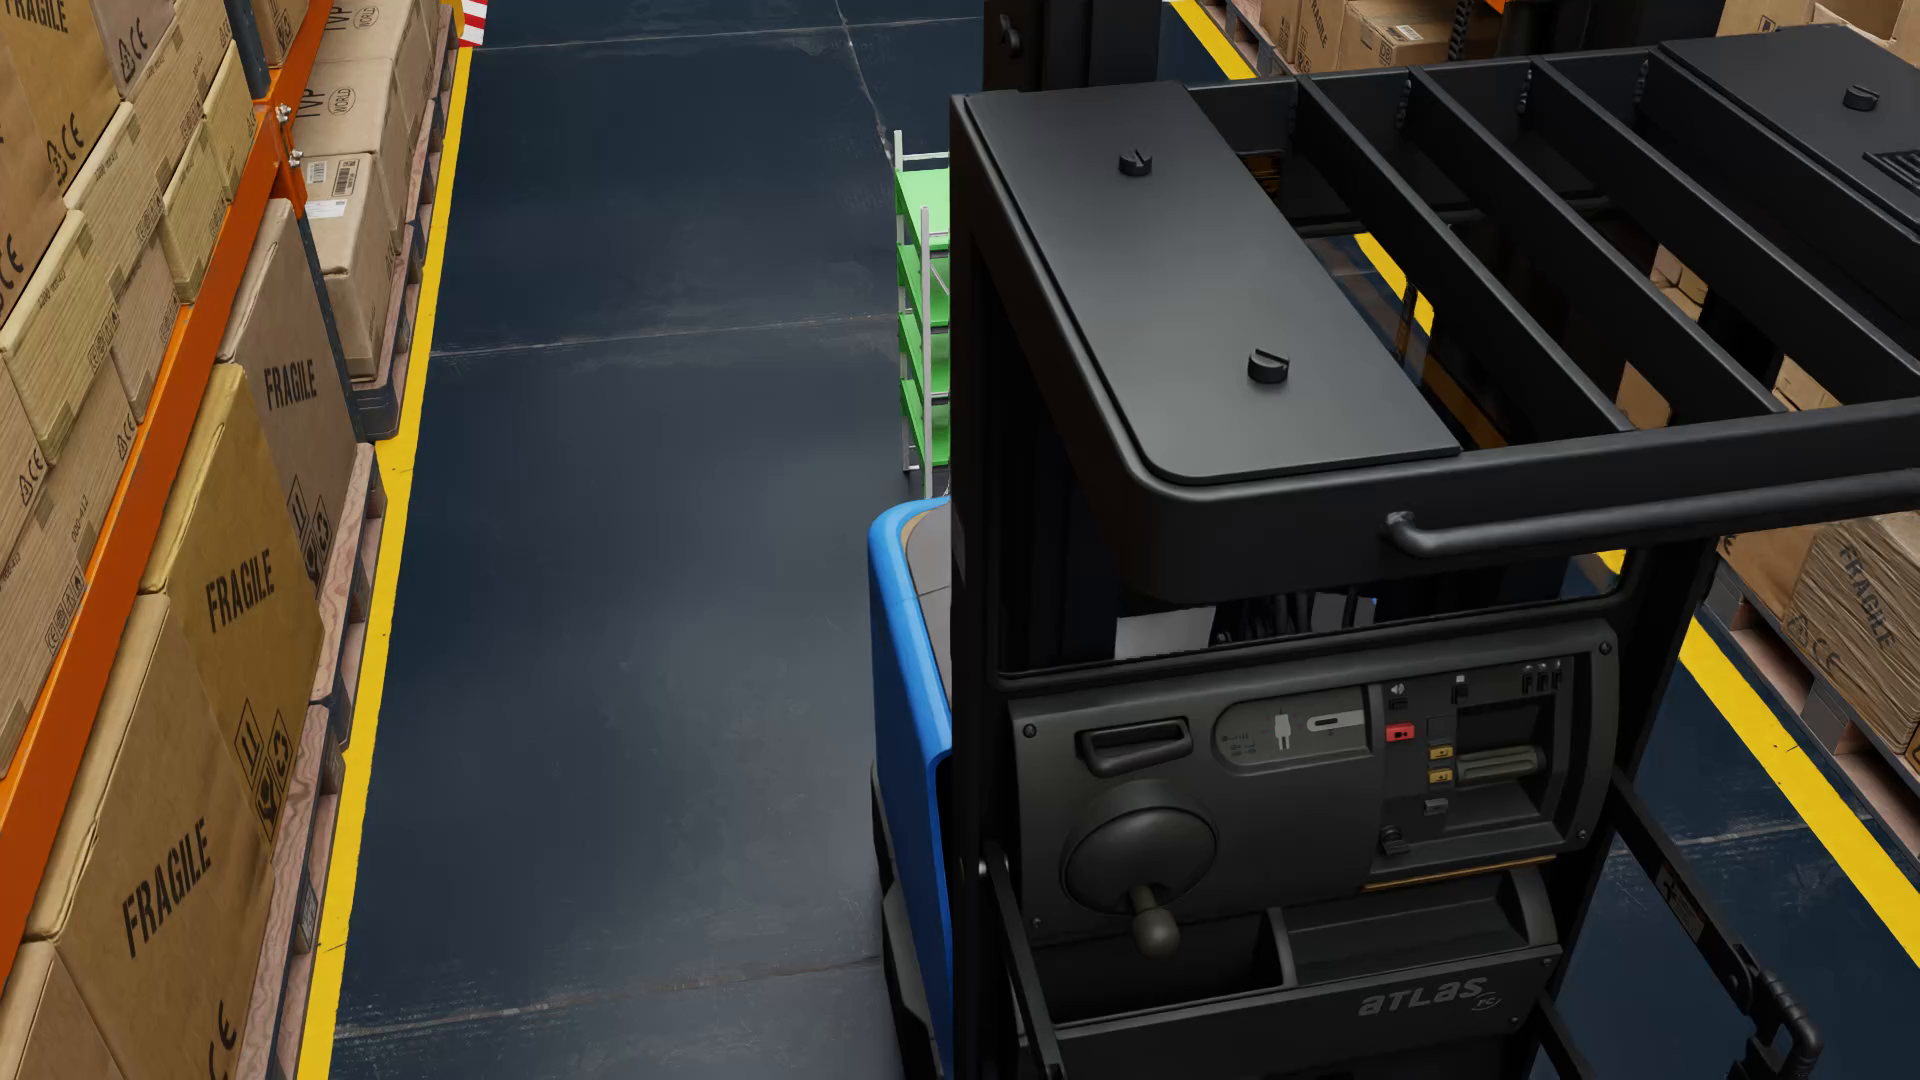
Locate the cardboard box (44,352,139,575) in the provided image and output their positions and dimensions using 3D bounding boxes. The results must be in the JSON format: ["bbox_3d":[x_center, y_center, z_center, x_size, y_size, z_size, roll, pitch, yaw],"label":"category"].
[{"bbox_3d":[-1.886,-0.142,3.110,0.500,0.250,0.500,-6,38,-8],"label":"cardboard box"}]

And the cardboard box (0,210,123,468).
[{"bbox_3d":[-1.851,-0.348,2.968,0.500,0.250,0.500,-6,38,-7],"label":"cardboard box"}]

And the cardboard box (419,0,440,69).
[{"bbox_3d":[-2.953,-2.553,7.838,0.875,0.438,0.875,-7,38,-9],"label":"cardboard box"}]

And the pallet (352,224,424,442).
[{"bbox_3d":[-2.522,-0.738,6.028,1.003,0.211,1.213,-6,38,-8],"label":"pallet"}]

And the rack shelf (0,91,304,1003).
[{"bbox_3d":[-2.115,0.121,3.236,1.077,0.370,4.000,-6,38,-8],"label":"rack shelf"}]

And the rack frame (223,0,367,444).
[{"bbox_3d":[-2.466,-1.371,4.570,1.000,3.000,0.127,-6,38,-8],"label":"rack frame"}]

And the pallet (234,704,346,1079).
[{"bbox_3d":[-2.039,0.926,3.886,1.003,0.211,1.213,-6,38,-8],"label":"pallet"}]

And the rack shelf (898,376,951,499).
[{"bbox_3d":[-0.029,-0.334,5.197,0.258,0.148,0.480,-6,38,-8],"label":"rack shelf"}]

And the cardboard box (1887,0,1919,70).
[{"bbox_3d":[2.513,-1.010,3.681,0.700,0.500,0.500,-6,38,-8],"label":"cardboard box"}]

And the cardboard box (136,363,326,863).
[{"bbox_3d":[-2.112,0.213,3.921,0.875,0.875,0.875,-5,38,-7],"label":"cardboard box"}]

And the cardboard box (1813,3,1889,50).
[{"bbox_3d":[2.286,-1.140,4.039,0.396,0.266,0.258,-4,38,-6],"label":"cardboard box"}]

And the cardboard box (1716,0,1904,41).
[{"bbox_3d":[2.376,-1.484,4.291,0.700,0.500,0.500,-6,38,-7],"label":"cardboard box"}]

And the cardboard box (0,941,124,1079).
[{"bbox_3d":[-1.804,1.292,2.532,0.875,0.875,0.875,-7,38,-8],"label":"cardboard box"}]

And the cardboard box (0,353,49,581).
[{"bbox_3d":[-1.775,-0.041,2.572,0.500,0.250,0.500,-6,38,-8],"label":"cardboard box"}]

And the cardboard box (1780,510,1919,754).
[{"bbox_3d":[2.555,0.167,4.286,0.500,0.500,0.500,-8,38,-10],"label":"cardboard box"}]

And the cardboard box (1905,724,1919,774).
[{"bbox_3d":[2.664,0.478,3.884,0.500,0.500,0.500,-5,38,-6],"label":"cardboard box"}]

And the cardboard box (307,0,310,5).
[{"bbox_3d":[-2.374,-2.027,5.332,0.500,0.500,0.500,-6,38,-8],"label":"cardboard box"}]

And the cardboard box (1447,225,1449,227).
[{"bbox_3d":[2.034,-1.252,6.398,0.380,0.149,0.250,-7,38,-9],"label":"cardboard box"}]

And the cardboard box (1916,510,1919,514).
[{"bbox_3d":[2.588,-0.155,4.171,0.380,0.149,0.250,-6,38,-8],"label":"cardboard box"}]

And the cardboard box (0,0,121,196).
[{"bbox_3d":[-1.973,-0.943,3.122,0.500,0.500,0.500,-5,38,-7],"label":"cardboard box"}]

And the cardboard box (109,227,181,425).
[{"bbox_3d":[-1.981,-0.454,3.511,0.500,0.250,0.500,-7,38,-9],"label":"cardboard box"}]

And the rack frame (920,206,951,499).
[{"bbox_3d":[0.014,-0.426,4.821,0.240,1.200,0.015,-6,38,-8],"label":"rack frame"}]

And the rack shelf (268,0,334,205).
[{"bbox_3d":[-2.816,-2.295,6.346,1.077,0.370,4.000,-6,38,-8],"label":"rack shelf"}]

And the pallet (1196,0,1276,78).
[{"bbox_3d":[1.873,-2.695,8.547,1.003,0.211,1.213,-6,38,-8],"label":"pallet"}]

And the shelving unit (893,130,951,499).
[{"bbox_3d":[-0.029,-0.574,5.011,0.258,1.200,0.503,-6,38,-8],"label":"shelving unit"}]

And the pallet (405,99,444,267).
[{"bbox_3d":[-2.739,-1.476,6.978,1.003,0.211,1.213,-6,38,-8],"label":"pallet"}]

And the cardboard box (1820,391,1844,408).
[{"bbox_3d":[2.512,-0.315,4.377,0.380,0.149,0.250,-5,38,-6],"label":"cardboard box"}]

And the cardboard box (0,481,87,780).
[{"bbox_3d":[-1.796,0.156,2.727,0.500,0.250,0.500,-5,38,-6],"label":"cardboard box"}]

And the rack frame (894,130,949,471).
[{"bbox_3d":[-0.072,-0.721,5.200,0.240,1.200,0.015,-6,38,-8],"label":"rack frame"}]

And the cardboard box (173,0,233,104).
[{"bbox_3d":[-2.149,-1.269,4.154,0.500,0.250,0.500,-6,38,-8],"label":"cardboard box"}]

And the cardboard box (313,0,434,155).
[{"bbox_3d":[-2.784,-2.001,7.127,0.875,0.438,0.875,-5,38,-7],"label":"cardboard box"}]

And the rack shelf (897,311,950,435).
[{"bbox_3d":[-0.029,-0.523,5.050,0.258,0.148,0.480,-6,38,-8],"label":"rack shelf"}]

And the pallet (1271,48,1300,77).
[{"bbox_3d":[2.084,-1.959,7.600,1.003,0.211,1.213,-6,38,-8],"label":"pallet"}]

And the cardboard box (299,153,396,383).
[{"bbox_3d":[-2.470,-0.916,5.730,0.875,0.438,0.875,-7,38,-9],"label":"cardboard box"}]

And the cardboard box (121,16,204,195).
[{"bbox_3d":[-2.054,-0.968,3.766,0.500,0.250,0.500,-5,38,-7],"label":"cardboard box"}]

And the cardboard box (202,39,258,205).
[{"bbox_3d":[-2.139,-1.068,4.302,0.500,0.250,0.500,-7,38,-9],"label":"cardboard box"}]

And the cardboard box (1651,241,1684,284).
[{"bbox_3d":[2.346,-0.938,5.179,0.380,0.149,0.250,-7,38,-9],"label":"cardboard box"}]

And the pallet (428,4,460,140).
[{"bbox_3d":[-2.950,-2.211,7.925,1.003,0.211,1.213,-6,38,-8],"label":"pallet"}]

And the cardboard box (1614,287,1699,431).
[{"bbox_3d":[2.387,-0.449,5.078,0.500,0.500,0.500,-7,38,-9],"label":"cardboard box"}]

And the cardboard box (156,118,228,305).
[{"bbox_3d":[-2.051,-0.760,3.906,0.500,0.250,0.500,-7,38,-9],"label":"cardboard box"}]

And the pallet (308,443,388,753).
[{"bbox_3d":[-2.256,0.188,4.836,1.003,0.211,1.213,-6,38,-8],"label":"pallet"}]

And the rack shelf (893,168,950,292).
[{"bbox_3d":[-0.029,-0.902,4.755,0.258,0.148,0.480,-6,38,-8],"label":"rack shelf"}]

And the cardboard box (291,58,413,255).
[{"bbox_3d":[-2.628,-1.457,6.426,0.875,0.438,0.875,-7,38,-9],"label":"cardboard box"}]

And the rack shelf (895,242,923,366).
[{"bbox_3d":[-0.029,-0.713,4.903,0.258,0.148,0.480,-6,38,-8],"label":"rack shelf"}]

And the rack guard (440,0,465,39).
[{"bbox_3d":[-3.171,-2.815,8.465,1.175,0.500,0.348,-6,38,-8],"label":"rack guard"}]

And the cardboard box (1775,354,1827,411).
[{"bbox_3d":[2.471,-0.465,4.570,0.380,0.149,0.250,-6,38,-8],"label":"cardboard box"}]

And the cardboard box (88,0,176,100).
[{"bbox_3d":[-2.042,-1.251,3.519,0.500,0.500,0.500,-6,38,-7],"label":"cardboard box"}]

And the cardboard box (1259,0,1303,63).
[{"bbox_3d":[1.845,-2.602,7.849,0.700,0.500,0.500,-5,38,-6],"label":"cardboard box"}]

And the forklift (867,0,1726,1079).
[{"bbox_3d":[0.579,0.440,2.294,1.130,2.935,3.031,-7,38,-9],"label":"forklift"}]

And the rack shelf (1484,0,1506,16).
[{"bbox_3d":[2.070,-2.831,7.036,1.077,0.370,4.000,-6,38,-8],"label":"rack shelf"}]

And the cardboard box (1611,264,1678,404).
[{"bbox_3d":[2.284,-0.770,5.491,0.500,0.500,0.500,-5,38,-6],"label":"cardboard box"}]
